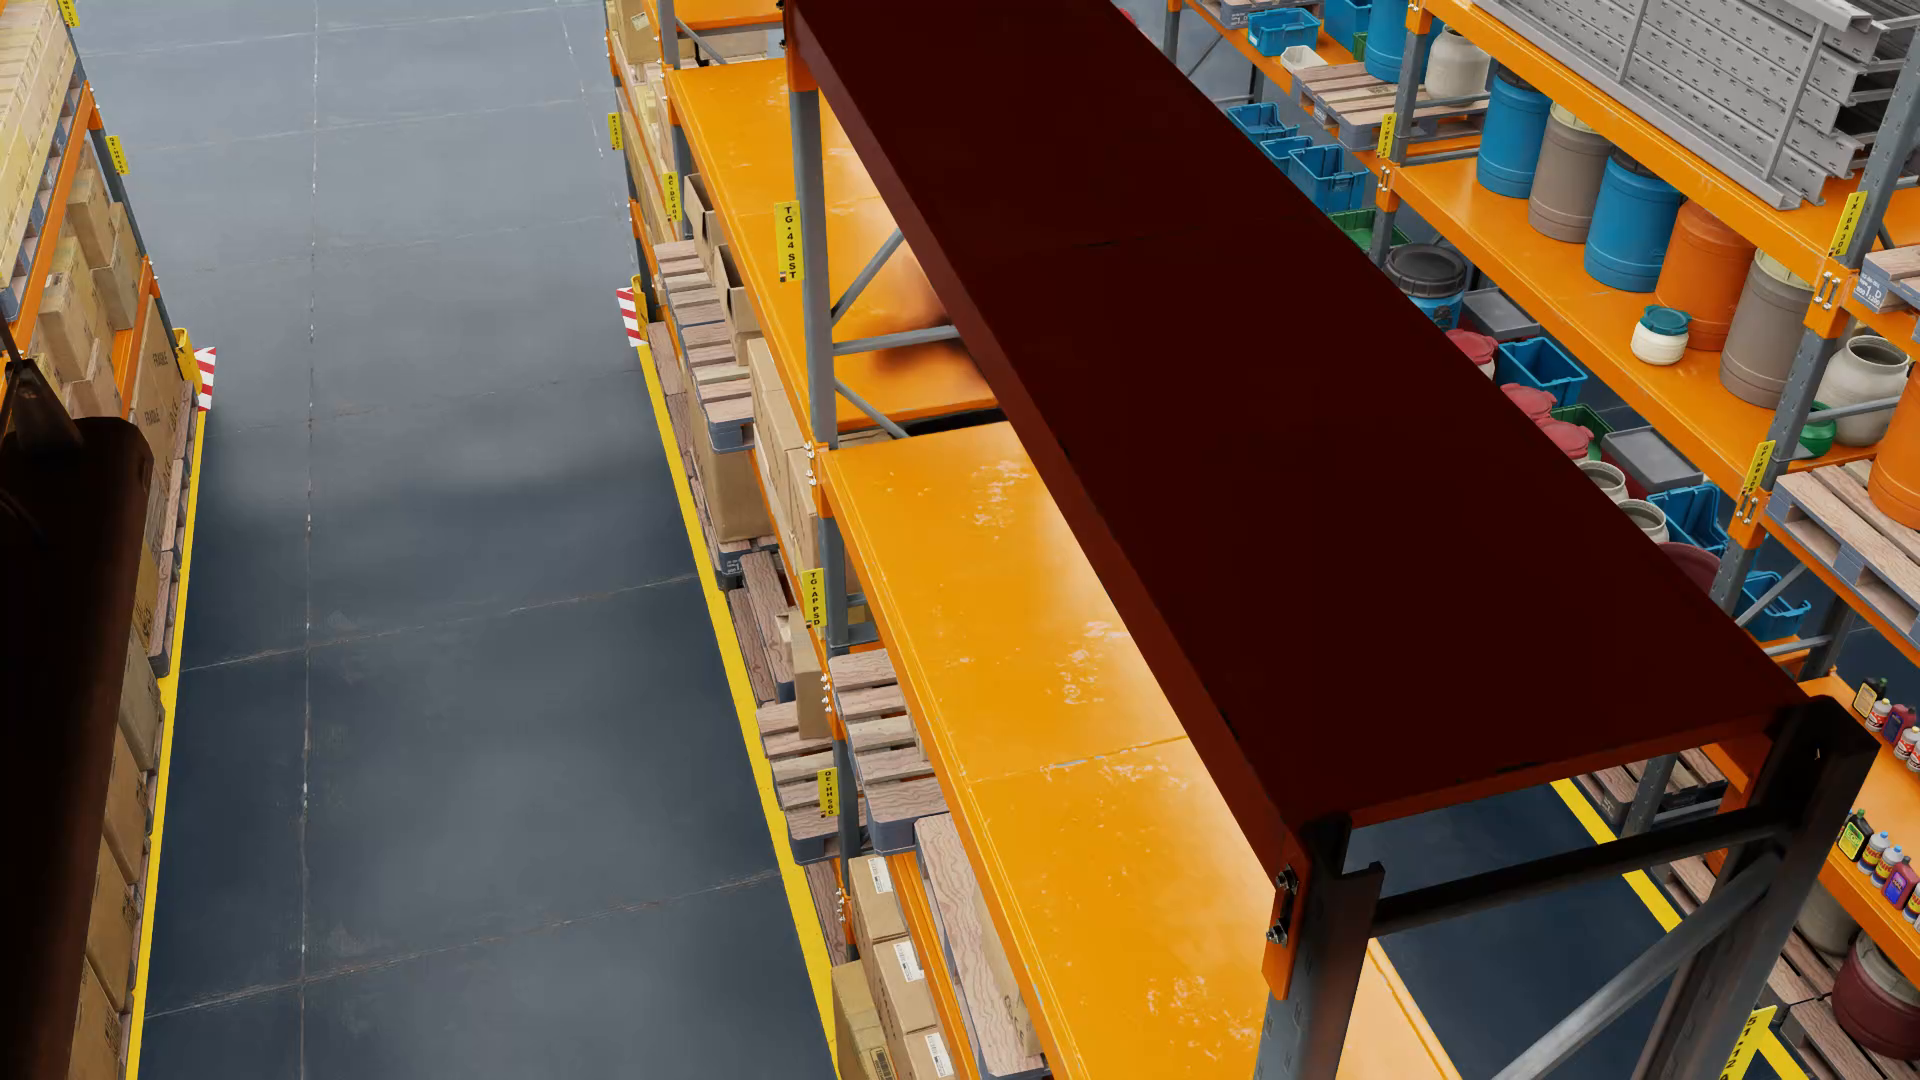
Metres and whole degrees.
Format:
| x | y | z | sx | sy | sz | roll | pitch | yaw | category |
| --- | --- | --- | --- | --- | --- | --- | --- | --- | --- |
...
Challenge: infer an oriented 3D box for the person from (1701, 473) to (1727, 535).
| x | y | z | sx | sy | sz | roll | pitch | yaw | category |
| --- | --- | --- | --- | --- | --- | --- | --- | --- | --- |
| 5.400 | -0.508 | 12.090 | 0.663 | 1.750 | 0.756 | -16 | 41 | -19 | person |
